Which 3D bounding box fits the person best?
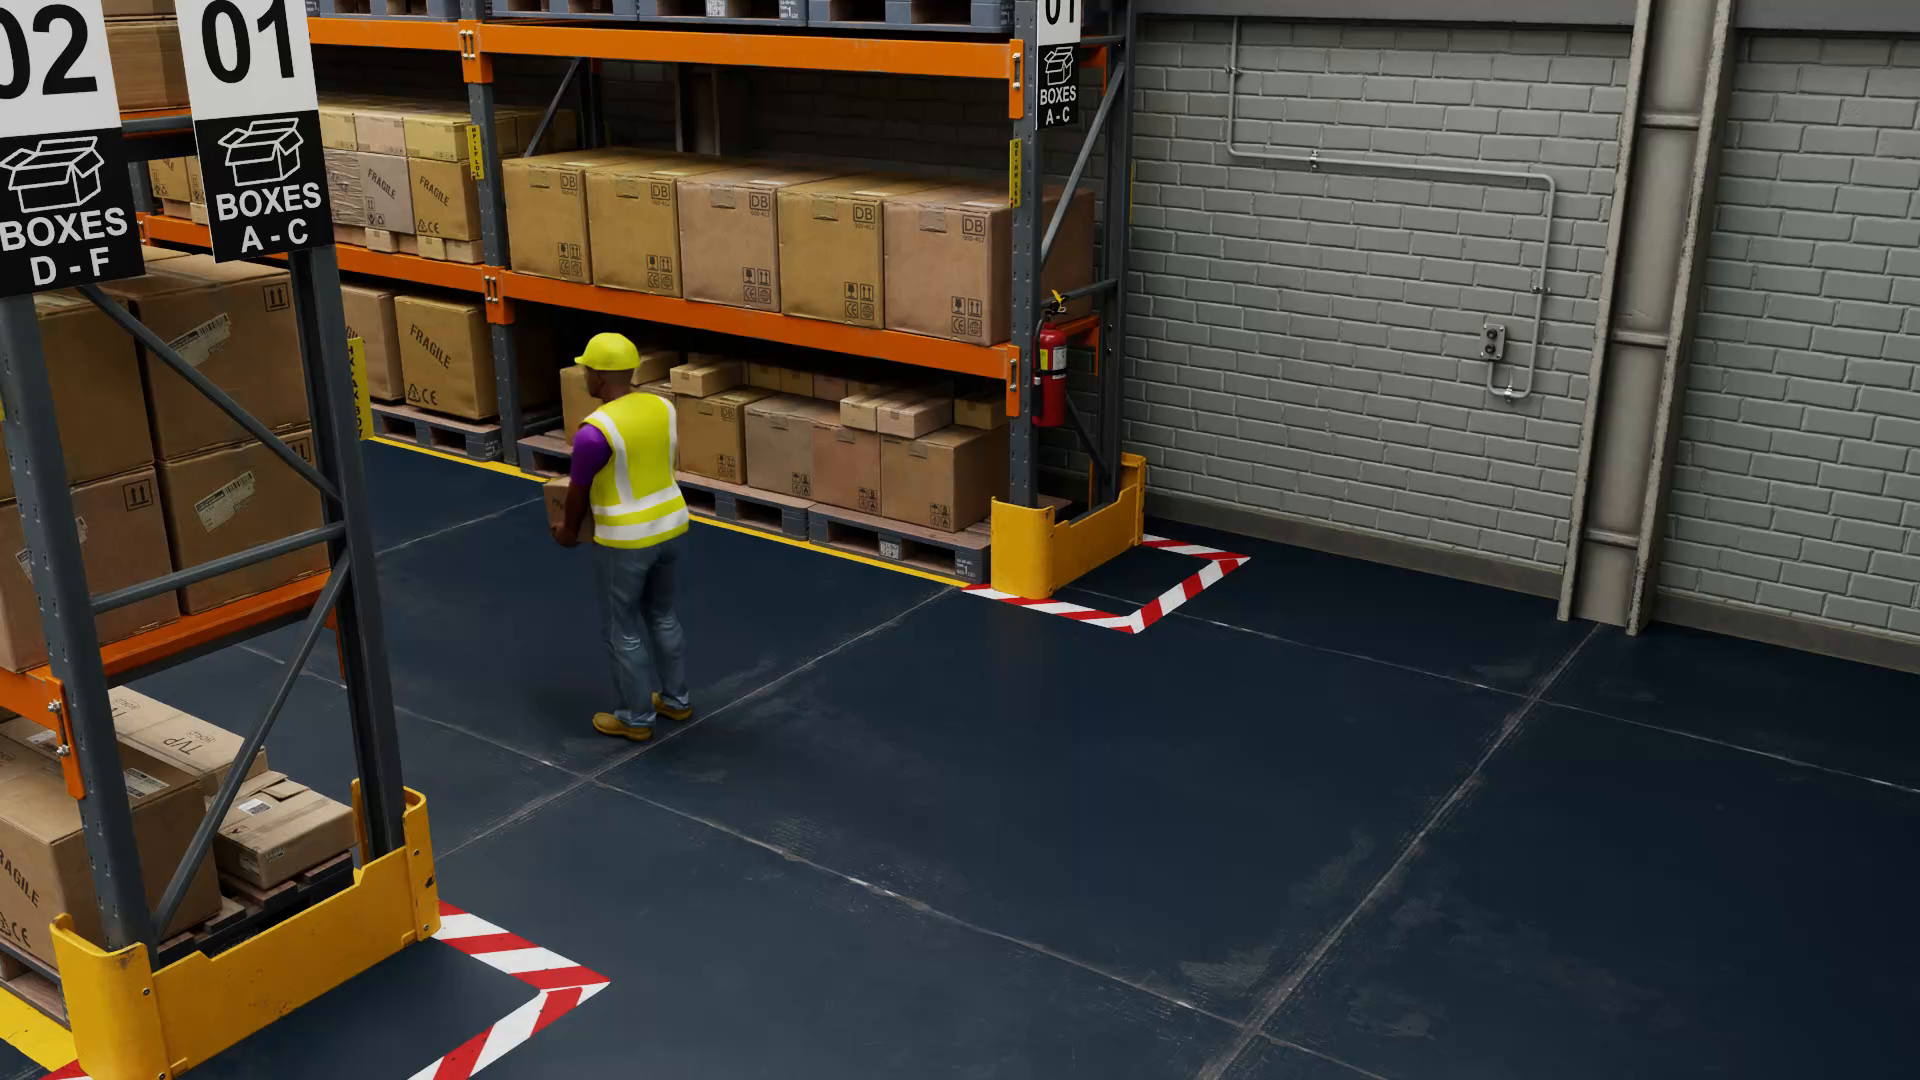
[{"bbox_3d":[-1.468,-0.029,7.126,0.581,1.758,0.504,12,23,31],"label":"person"}]
